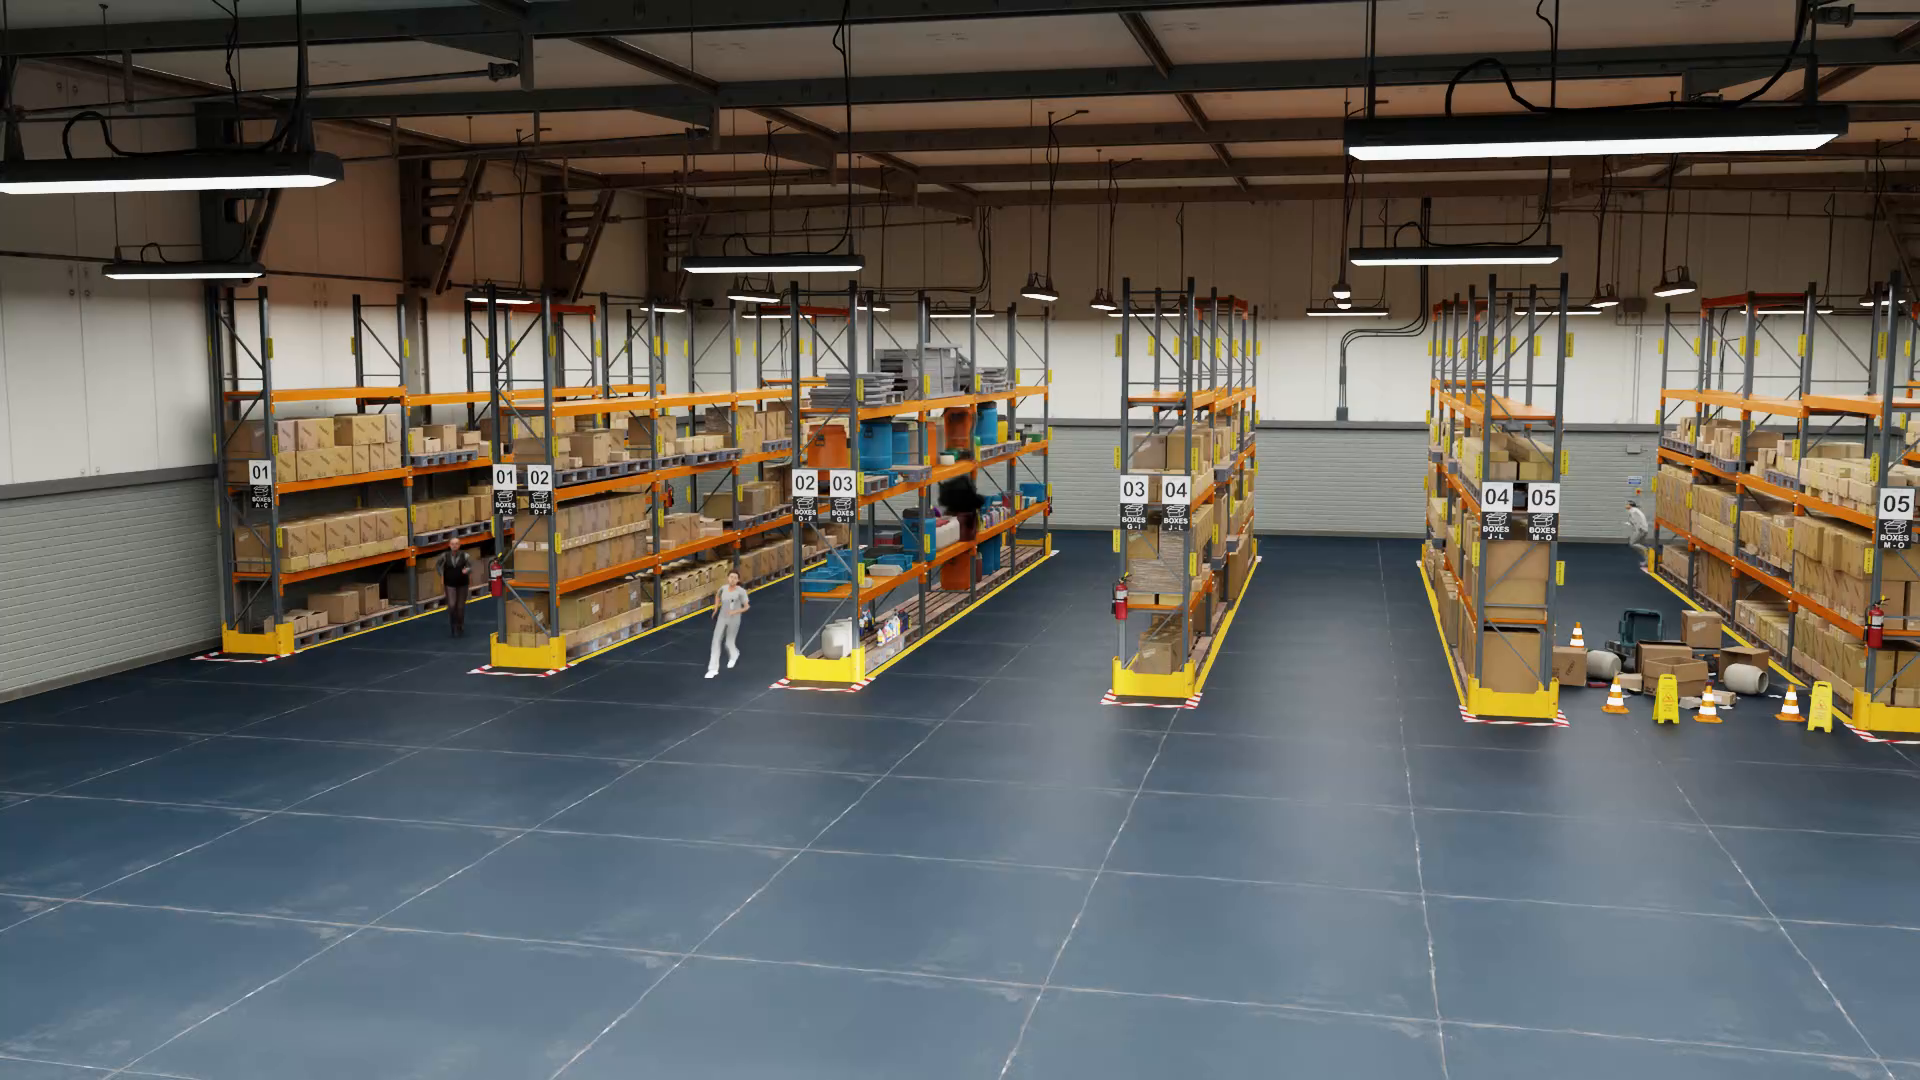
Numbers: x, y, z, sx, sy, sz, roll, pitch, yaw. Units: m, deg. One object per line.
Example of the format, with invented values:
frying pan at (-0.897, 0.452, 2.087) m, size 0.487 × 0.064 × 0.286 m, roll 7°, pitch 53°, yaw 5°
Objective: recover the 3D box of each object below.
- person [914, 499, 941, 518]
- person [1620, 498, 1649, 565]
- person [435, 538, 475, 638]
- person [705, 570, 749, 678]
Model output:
person at (-0.796, -0.170, 37.890) m, size 0.690 × 1.684 × 0.737 m, roll 2°, pitch 7°, yaw 17°
person at (15.679, -0.186, 38.573) m, size 0.727 × 1.552 × 0.635 m, roll 3°, pitch 7°, yaw 25°
person at (-8.807, 0.839, 29.027) m, size 0.657 × 1.754 × 0.797 m, roll -2°, pitch 7°, yaw -18°
person at (-3.506, 1.254, 25.507) m, size 0.598 × 1.634 × 0.919 m, roll 2°, pitch 7°, yaw 13°
